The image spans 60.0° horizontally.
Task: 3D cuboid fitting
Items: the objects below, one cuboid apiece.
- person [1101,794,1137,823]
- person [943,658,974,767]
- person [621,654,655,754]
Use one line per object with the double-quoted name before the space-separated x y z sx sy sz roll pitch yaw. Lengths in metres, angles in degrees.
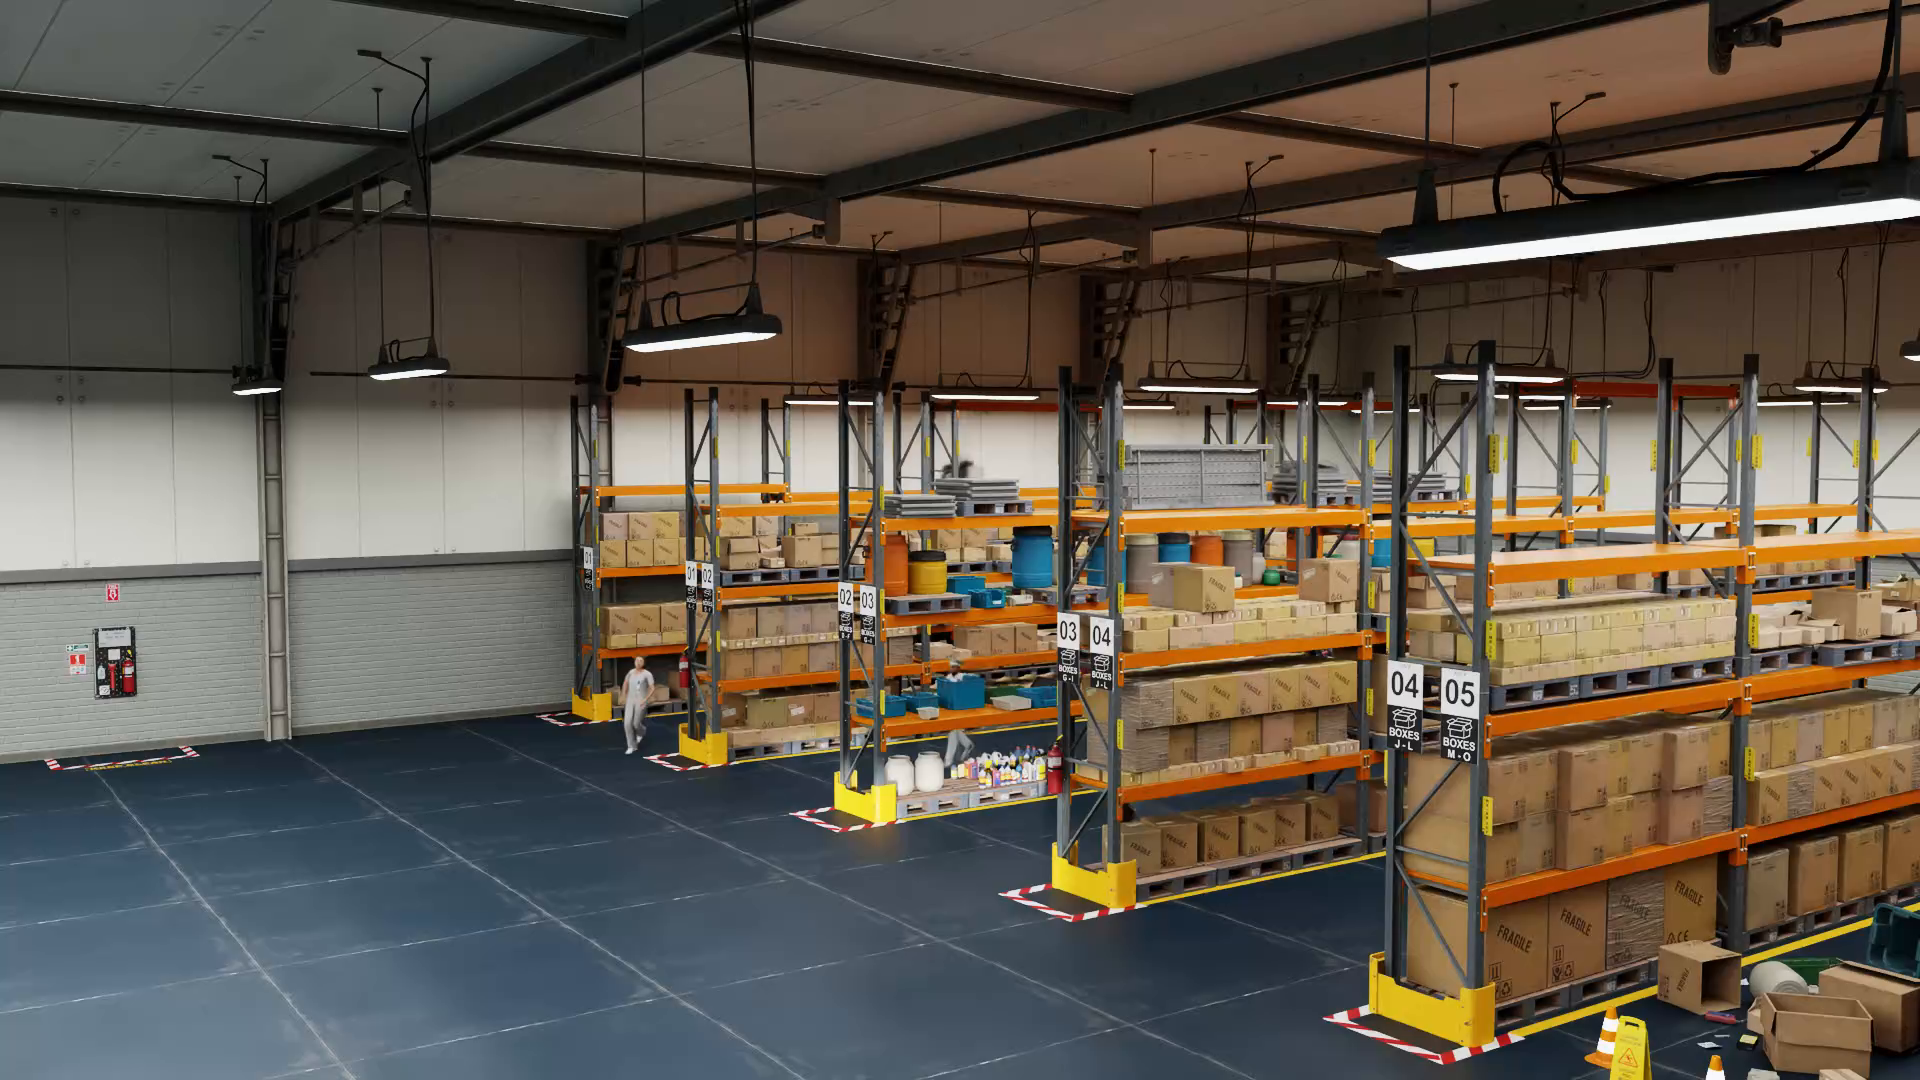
"person" 2.087 3.016 21.264 0.660 1.727 0.708 -3 5 -42
"person" -0.050 2.704 26.439 0.604 1.703 0.900 3 5 41
"person" -5.320 2.700 27.612 0.589 1.640 0.646 1 4 13
